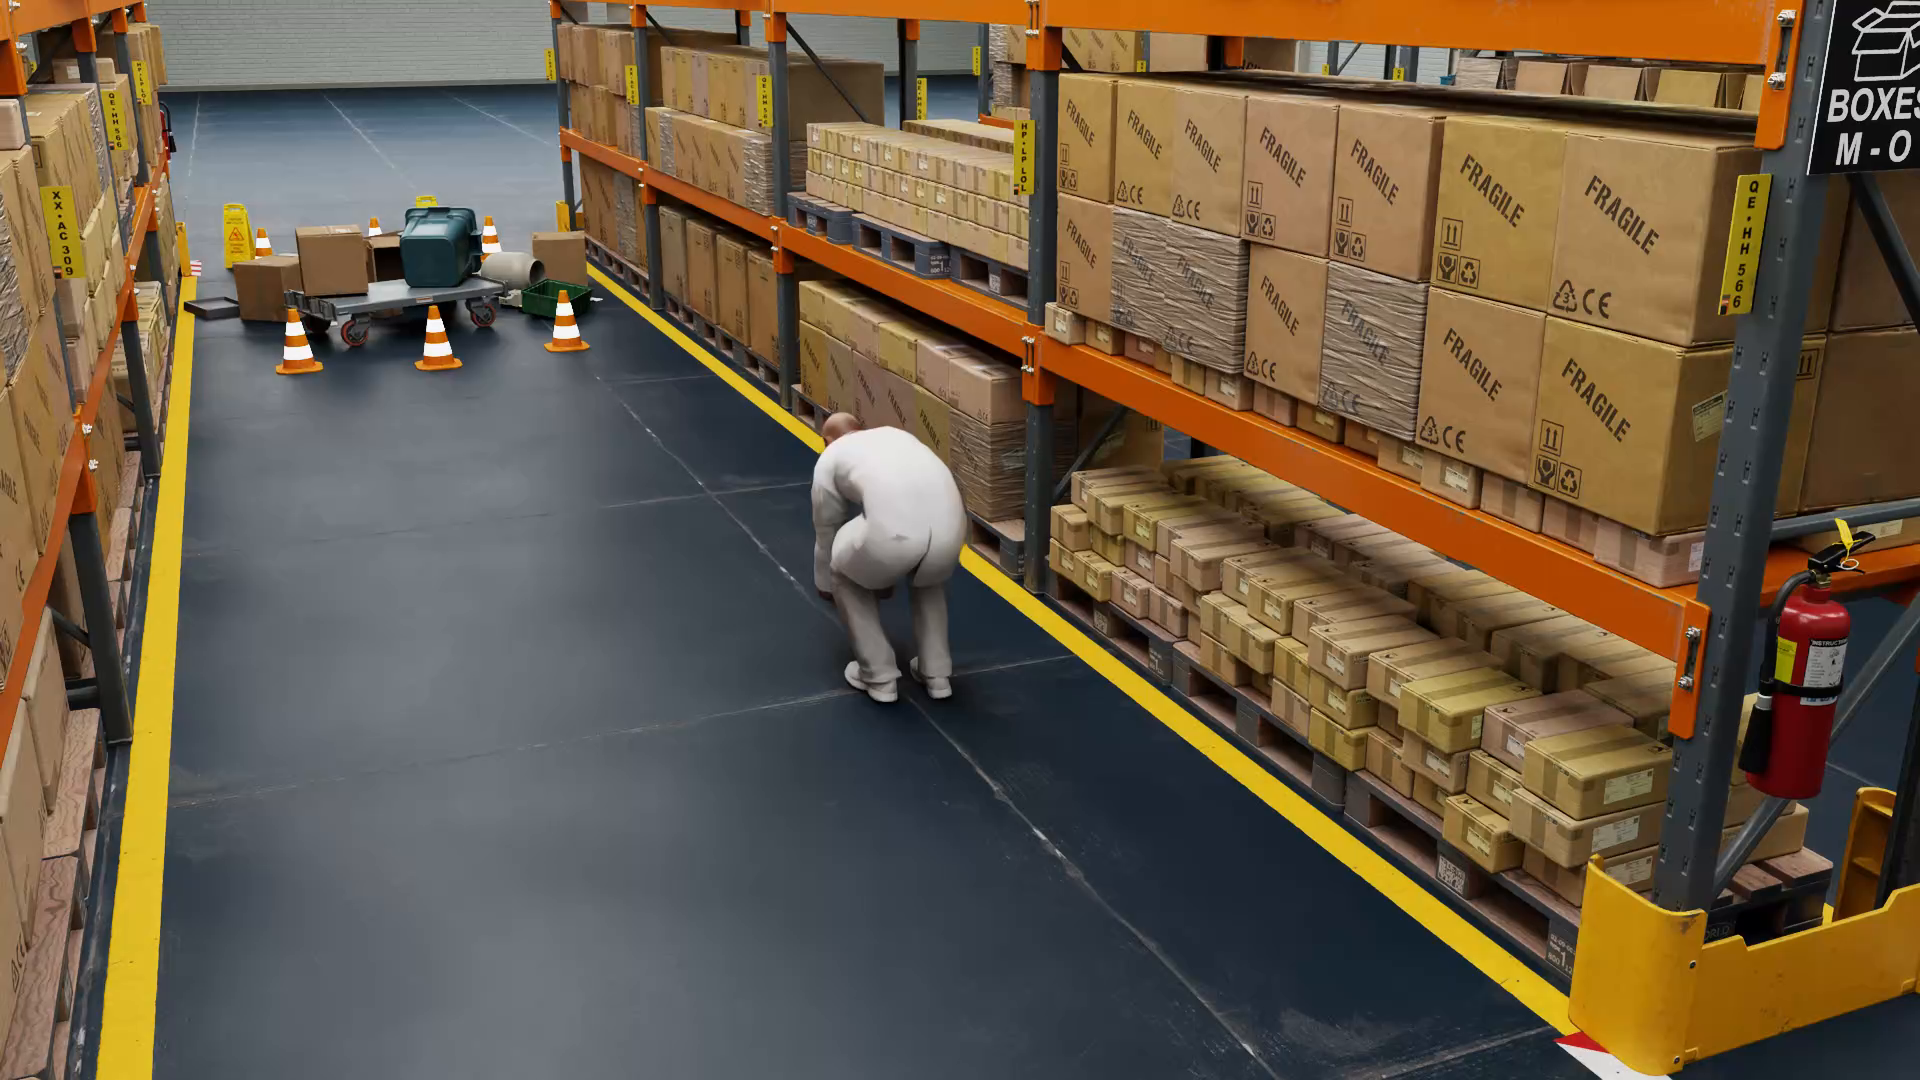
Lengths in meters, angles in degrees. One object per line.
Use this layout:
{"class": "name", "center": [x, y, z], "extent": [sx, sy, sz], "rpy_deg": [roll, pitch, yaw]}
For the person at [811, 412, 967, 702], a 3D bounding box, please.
{"class": "person", "center": [-0.317, 0.070, 6.972], "extent": [0.582, 1.079, 0.941], "rpy_deg": [-9, 20, -25]}
